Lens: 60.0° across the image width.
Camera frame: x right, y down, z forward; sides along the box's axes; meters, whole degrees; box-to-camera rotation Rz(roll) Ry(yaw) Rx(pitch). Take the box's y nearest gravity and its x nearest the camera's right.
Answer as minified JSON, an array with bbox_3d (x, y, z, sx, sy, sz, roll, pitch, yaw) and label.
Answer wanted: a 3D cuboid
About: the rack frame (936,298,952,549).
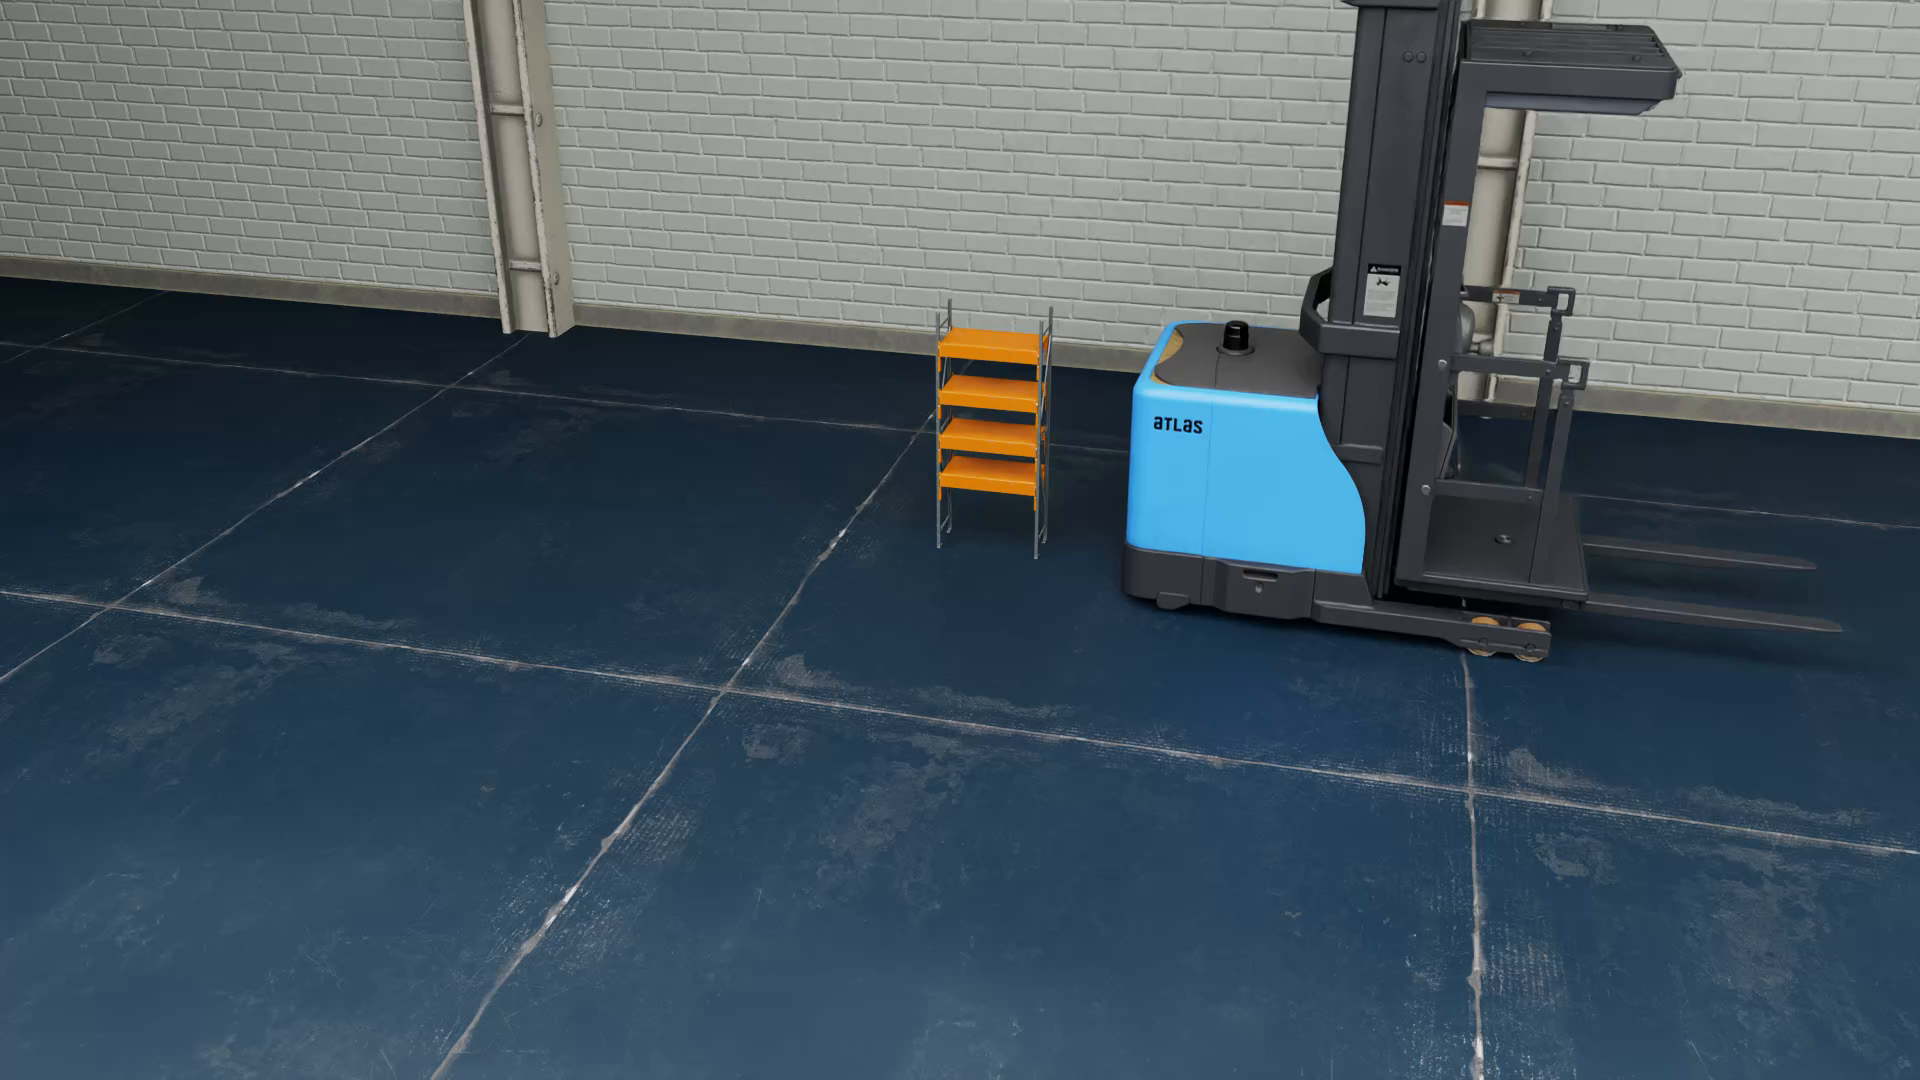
[{"bbox_3d":[-0.076,-0.550,8.010,0.015,1.200,0.240,6,26,13],"label":"rack frame"}]

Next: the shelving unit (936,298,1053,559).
[{"bbox_3d":[0.160,-0.524,7.955,0.503,1.200,0.258,6,26,13],"label":"shelving unit"}]

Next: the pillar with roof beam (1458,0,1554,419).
[{"bbox_3d":[1.893,-3.064,4.217,0.400,9.000,9.100,6,26,13],"label":"pillar with roof beam"}]

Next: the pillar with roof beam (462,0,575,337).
[{"bbox_3d":[-3.918,-3.706,5.567,0.400,9.000,9.100,6,26,13],"label":"pillar with roof beam"}]

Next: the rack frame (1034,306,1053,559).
[{"bbox_3d":[0.397,-0.498,7.900,0.015,1.200,0.240,6,26,13],"label":"rack frame"}]

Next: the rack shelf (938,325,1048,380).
[{"bbox_3d":[0.160,-0.879,7.786,0.480,0.148,0.258,6,26,13],"label":"rack shelf"}]

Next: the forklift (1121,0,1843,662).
[{"bbox_3d":[2.313,-1.053,7.053,3.031,2.935,1.130,7,26,14],"label":"forklift"}]

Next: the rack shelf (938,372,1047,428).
[{"bbox_3d":[0.160,-0.665,7.888,0.480,0.148,0.258,6,26,13],"label":"rack shelf"}]

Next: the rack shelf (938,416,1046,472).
[{"bbox_3d":[0.160,-0.463,7.984,0.480,0.148,0.258,6,26,13],"label":"rack shelf"}]

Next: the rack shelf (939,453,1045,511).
[{"bbox_3d":[0.160,-0.284,8.069,0.480,0.148,0.258,6,26,13],"label":"rack shelf"}]
